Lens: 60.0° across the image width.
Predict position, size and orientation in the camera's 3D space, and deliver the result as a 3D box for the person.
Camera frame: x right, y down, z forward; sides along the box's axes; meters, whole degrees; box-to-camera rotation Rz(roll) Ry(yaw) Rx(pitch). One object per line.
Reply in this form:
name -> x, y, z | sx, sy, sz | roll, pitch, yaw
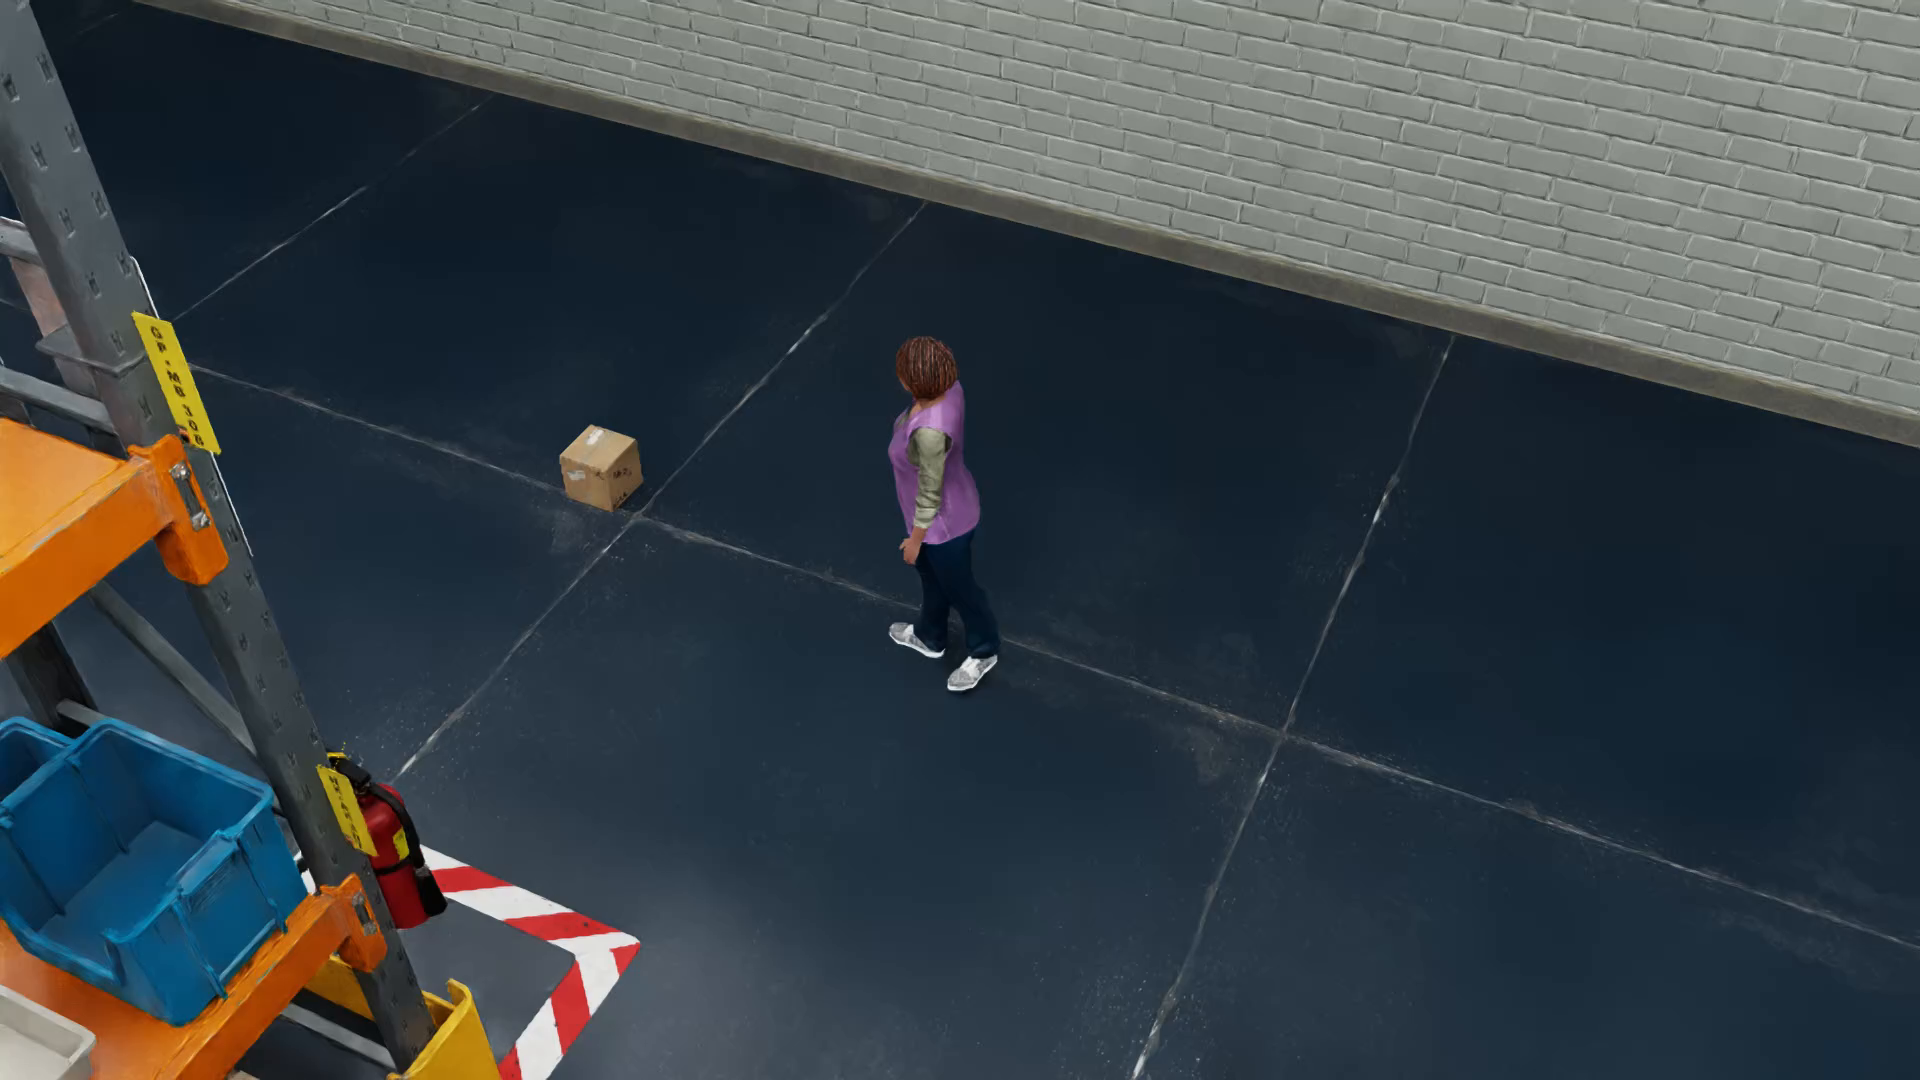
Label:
person -> -0.066, -0.082, 6.259 | 0.463, 1.591, 0.422 | 0, 43, 0
